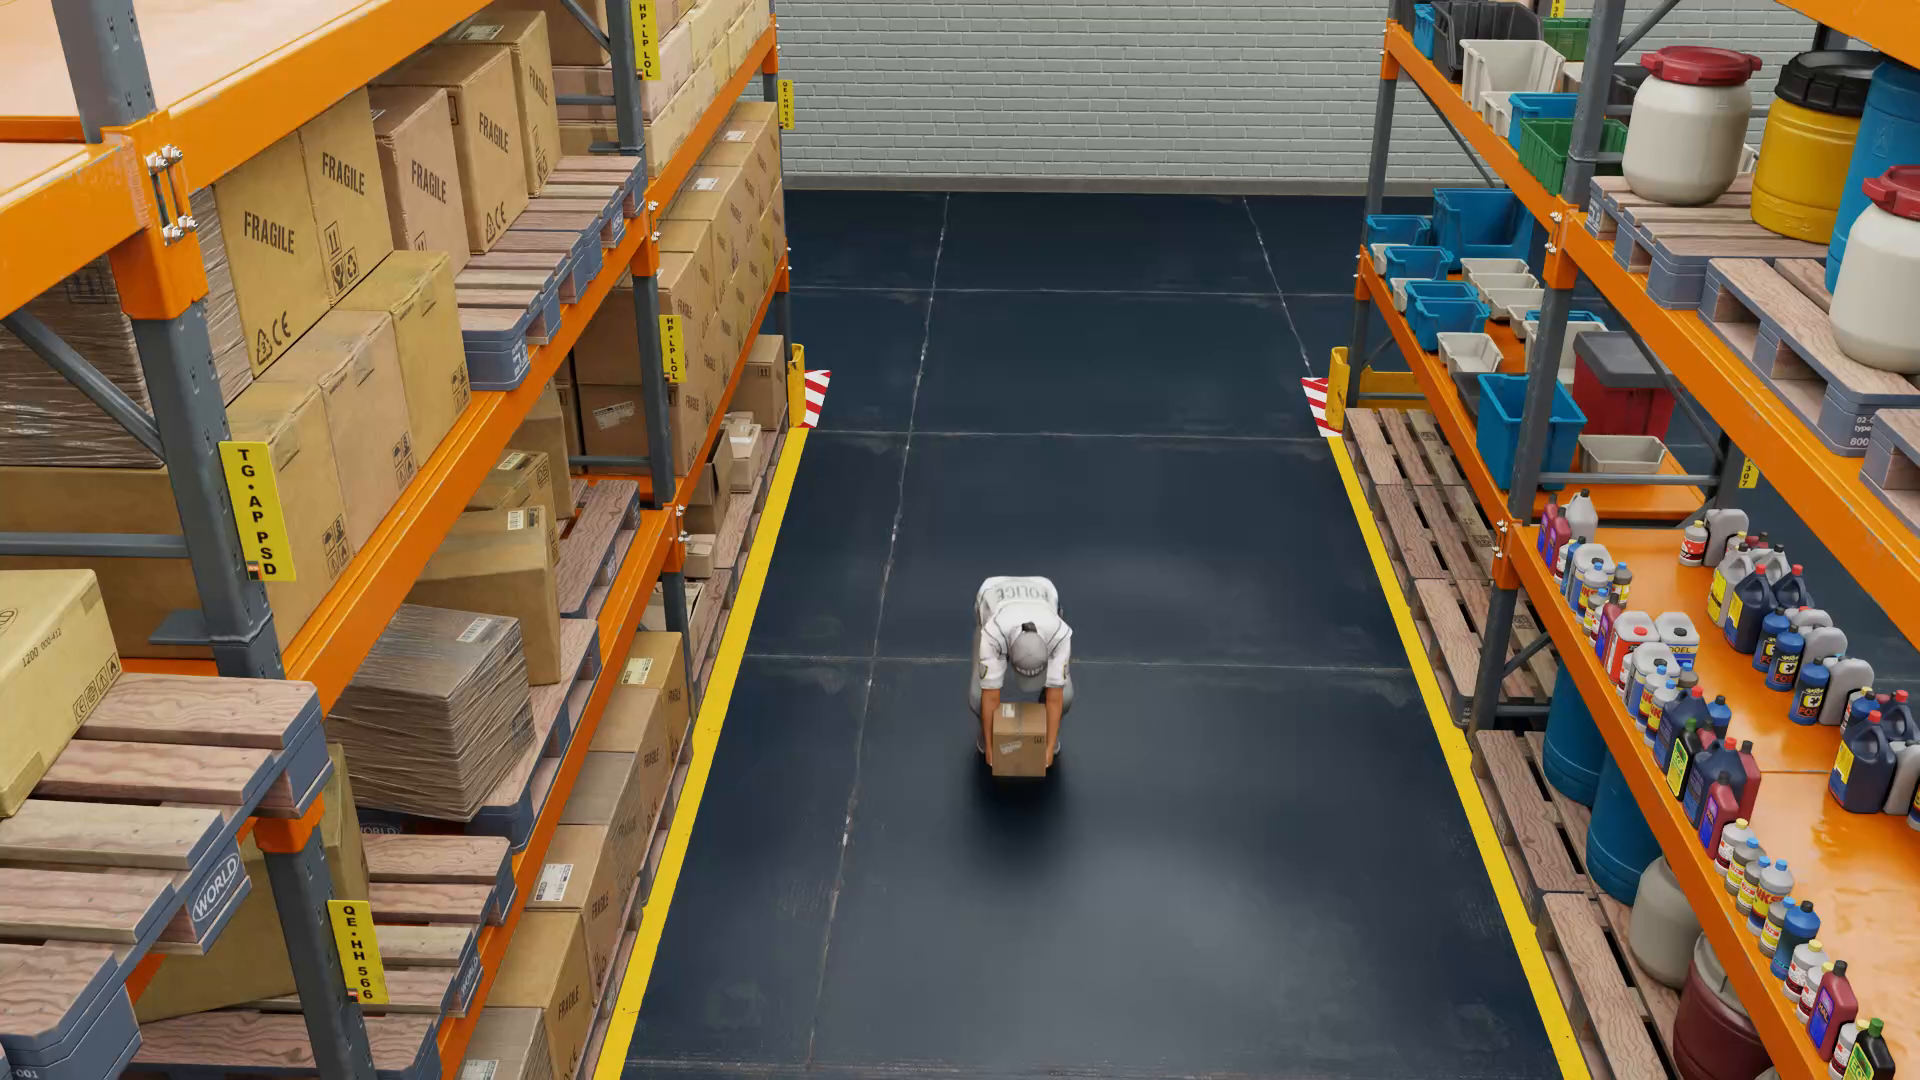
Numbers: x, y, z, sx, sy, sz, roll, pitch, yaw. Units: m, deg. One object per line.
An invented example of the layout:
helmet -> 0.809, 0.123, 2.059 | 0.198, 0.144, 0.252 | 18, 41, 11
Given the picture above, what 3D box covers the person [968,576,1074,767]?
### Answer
person -> 0.296, 0.681, 8.101 | 0.518, 0.959, 0.934 | 0, 28, -1
